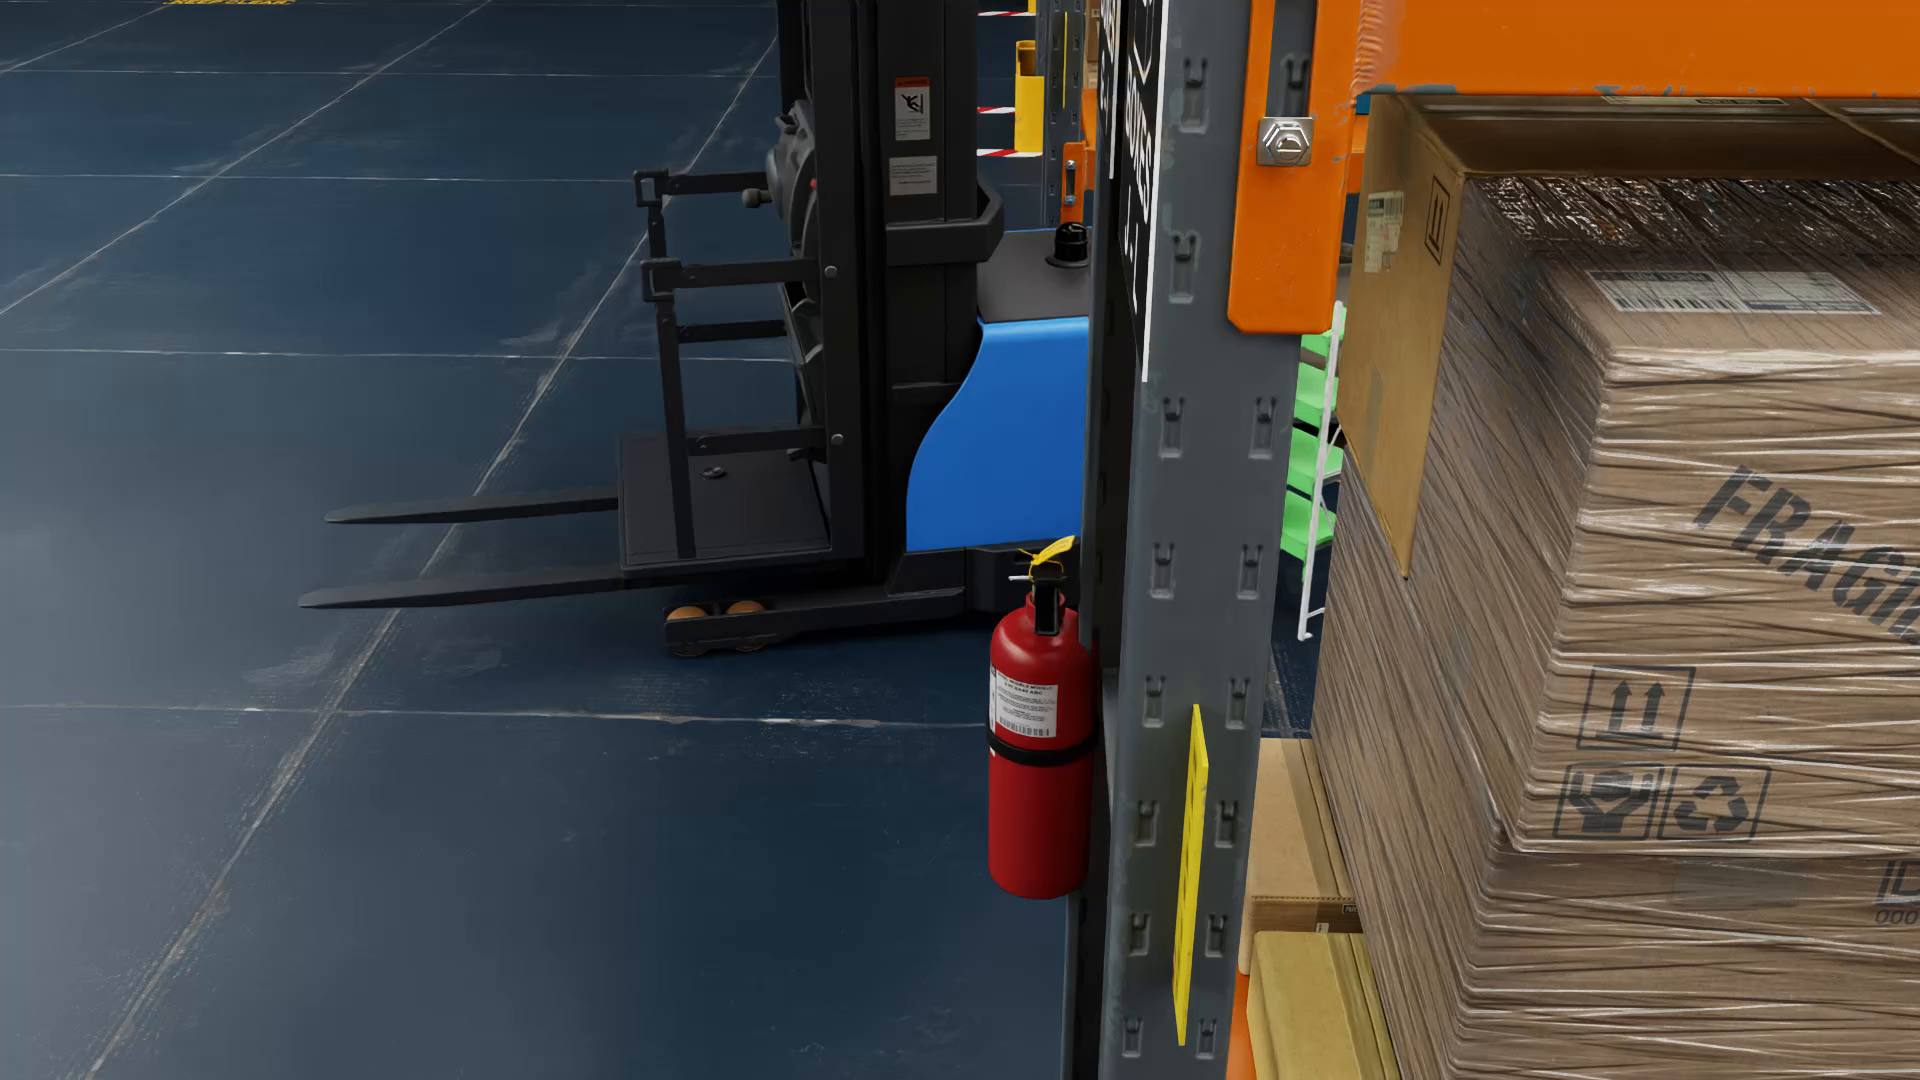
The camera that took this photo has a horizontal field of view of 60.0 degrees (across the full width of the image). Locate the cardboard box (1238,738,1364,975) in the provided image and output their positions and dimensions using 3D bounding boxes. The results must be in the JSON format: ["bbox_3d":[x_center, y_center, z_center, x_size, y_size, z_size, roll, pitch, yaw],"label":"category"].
[{"bbox_3d":[0.522,0.459,2.449,0.250,0.149,0.380,1,28,2],"label":"cardboard box"}]

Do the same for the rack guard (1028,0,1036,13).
[{"bbox_3d":[0.830,-5.410,15.921,0.348,0.500,1.175,1,28,2],"label":"rack guard"}]

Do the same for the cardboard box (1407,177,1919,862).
[{"bbox_3d":[0.770,-0.041,1.632,0.500,0.500,0.500,1,28,2],"label":"cardboard box"}]

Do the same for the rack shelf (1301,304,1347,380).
[{"bbox_3d":[1.103,-0.687,5.376,0.258,0.148,0.480,-18,33,-30],"label":"rack shelf"}]

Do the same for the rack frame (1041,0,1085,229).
[{"bbox_3d":[0.405,-1.878,6.590,0.127,3.000,1.000,1,28,2],"label":"rack frame"}]

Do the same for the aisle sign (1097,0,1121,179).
[{"bbox_3d":[0.179,-0.850,1.875,0.004,0.787,0.394,1,28,2],"label":"aisle sign"}]

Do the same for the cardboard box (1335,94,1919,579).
[{"bbox_3d":[0.788,-0.284,2.091,0.500,0.500,0.500,1,28,2],"label":"cardboard box"}]

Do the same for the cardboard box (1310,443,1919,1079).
[{"bbox_3d":[0.779,0.287,2.083,0.500,0.500,0.875,1,28,2],"label":"cardboard box"}]

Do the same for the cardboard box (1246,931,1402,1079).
[{"bbox_3d":[0.506,0.667,2.056,0.250,0.149,0.380,1,28,2],"label":"cardboard box"}]

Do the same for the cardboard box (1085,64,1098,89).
[{"bbox_3d":[1.111,-3.054,11.296,0.500,0.250,0.500,1,28,2],"label":"cardboard box"}]

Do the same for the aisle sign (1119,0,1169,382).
[{"bbox_3d":[0.157,-0.569,1.345,0.004,0.787,0.394,1,28,2],"label":"aisle sign"}]

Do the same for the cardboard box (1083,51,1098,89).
[{"bbox_3d":[1.130,-3.297,11.754,0.500,0.250,0.500,1,28,2],"label":"cardboard box"}]

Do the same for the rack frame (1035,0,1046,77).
[{"bbox_3d":[0.583,-4.197,10.964,0.127,3.000,1.000,1,28,2],"label":"rack frame"}]

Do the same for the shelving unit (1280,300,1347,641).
[{"bbox_3d":[1.103,-0.319,5.571,0.258,1.200,0.503,-18,33,-30],"label":"shelving unit"}]

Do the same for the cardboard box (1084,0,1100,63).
[{"bbox_3d":[1.130,-3.629,11.580,0.500,0.500,0.500,1,28,2],"label":"cardboard box"}]

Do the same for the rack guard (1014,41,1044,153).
[{"bbox_3d":[0.559,-3.093,11.550,0.348,0.500,1.175,1,28,2],"label":"rack guard"}]

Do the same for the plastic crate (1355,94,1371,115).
[{"bbox_3d":[1.564,-1.931,6.849,0.408,0.251,0.499,1,28,2],"label":"plastic crate"}]

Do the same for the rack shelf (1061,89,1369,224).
[{"bbox_3d":[2.403,-1.527,6.697,4.000,0.370,1.077,1,28,2],"label":"rack shelf"}]

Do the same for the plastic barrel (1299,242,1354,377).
[{"bbox_3d":[1.566,-0.981,7.106,0.421,0.512,0.421,0,28,0],"label":"plastic barrel"}]

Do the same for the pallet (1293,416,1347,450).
[{"bbox_3d":[1.294,-0.651,7.253,1.213,0.211,1.003,1,28,2],"label":"pallet"}]

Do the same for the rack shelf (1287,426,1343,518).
[{"bbox_3d":[1.103,-0.263,5.601,0.258,0.148,0.480,-18,33,-30],"label":"rack shelf"}]

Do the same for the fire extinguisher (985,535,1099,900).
[{"bbox_3d":[0.132,0.257,2.646,0.183,0.674,0.296,1,28,2],"label":"fire extinguisher"}]

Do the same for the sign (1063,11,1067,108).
[{"bbox_3d":[0.381,-1.743,6.040,0.005,0.325,0.100,1,28,2],"label":"sign"}]

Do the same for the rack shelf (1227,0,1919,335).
[{"bbox_3d":[2.229,-0.534,1.621,4.000,0.370,1.077,1,28,2],"label":"rack shelf"}]

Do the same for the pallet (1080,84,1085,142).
[{"bbox_3d":[1.349,-2.972,11.630,1.213,0.211,1.003,1,28,2],"label":"pallet"}]

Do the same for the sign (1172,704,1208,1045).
[{"bbox_3d":[0.211,0.312,1.535,0.005,0.325,0.100,1,28,2],"label":"sign"}]

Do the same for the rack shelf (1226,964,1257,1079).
[{"bbox_3d":[2.229,0.791,2.323,4.000,0.370,1.077,1,28,2],"label":"rack shelf"}]

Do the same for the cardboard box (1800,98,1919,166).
[{"bbox_3d":[1.288,-0.278,2.080,0.500,0.500,0.500,1,28,2],"label":"cardboard box"}]

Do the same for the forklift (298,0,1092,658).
[{"bbox_3d":[-0.718,-1.175,5.336,3.031,2.935,1.130,-5,28,-10],"label":"forklift"}]

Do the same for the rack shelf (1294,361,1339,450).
[{"bbox_3d":[1.103,-0.475,5.488,0.258,0.148,0.480,-18,33,-30],"label":"rack shelf"}]

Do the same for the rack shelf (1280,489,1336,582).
[{"bbox_3d":[1.103,-0.050,5.713,0.258,0.148,0.480,-18,33,-30],"label":"rack shelf"}]

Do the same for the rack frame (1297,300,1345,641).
[{"bbox_3d":[1.242,-0.225,5.394,0.240,1.200,0.015,-18,33,-30],"label":"rack frame"}]
